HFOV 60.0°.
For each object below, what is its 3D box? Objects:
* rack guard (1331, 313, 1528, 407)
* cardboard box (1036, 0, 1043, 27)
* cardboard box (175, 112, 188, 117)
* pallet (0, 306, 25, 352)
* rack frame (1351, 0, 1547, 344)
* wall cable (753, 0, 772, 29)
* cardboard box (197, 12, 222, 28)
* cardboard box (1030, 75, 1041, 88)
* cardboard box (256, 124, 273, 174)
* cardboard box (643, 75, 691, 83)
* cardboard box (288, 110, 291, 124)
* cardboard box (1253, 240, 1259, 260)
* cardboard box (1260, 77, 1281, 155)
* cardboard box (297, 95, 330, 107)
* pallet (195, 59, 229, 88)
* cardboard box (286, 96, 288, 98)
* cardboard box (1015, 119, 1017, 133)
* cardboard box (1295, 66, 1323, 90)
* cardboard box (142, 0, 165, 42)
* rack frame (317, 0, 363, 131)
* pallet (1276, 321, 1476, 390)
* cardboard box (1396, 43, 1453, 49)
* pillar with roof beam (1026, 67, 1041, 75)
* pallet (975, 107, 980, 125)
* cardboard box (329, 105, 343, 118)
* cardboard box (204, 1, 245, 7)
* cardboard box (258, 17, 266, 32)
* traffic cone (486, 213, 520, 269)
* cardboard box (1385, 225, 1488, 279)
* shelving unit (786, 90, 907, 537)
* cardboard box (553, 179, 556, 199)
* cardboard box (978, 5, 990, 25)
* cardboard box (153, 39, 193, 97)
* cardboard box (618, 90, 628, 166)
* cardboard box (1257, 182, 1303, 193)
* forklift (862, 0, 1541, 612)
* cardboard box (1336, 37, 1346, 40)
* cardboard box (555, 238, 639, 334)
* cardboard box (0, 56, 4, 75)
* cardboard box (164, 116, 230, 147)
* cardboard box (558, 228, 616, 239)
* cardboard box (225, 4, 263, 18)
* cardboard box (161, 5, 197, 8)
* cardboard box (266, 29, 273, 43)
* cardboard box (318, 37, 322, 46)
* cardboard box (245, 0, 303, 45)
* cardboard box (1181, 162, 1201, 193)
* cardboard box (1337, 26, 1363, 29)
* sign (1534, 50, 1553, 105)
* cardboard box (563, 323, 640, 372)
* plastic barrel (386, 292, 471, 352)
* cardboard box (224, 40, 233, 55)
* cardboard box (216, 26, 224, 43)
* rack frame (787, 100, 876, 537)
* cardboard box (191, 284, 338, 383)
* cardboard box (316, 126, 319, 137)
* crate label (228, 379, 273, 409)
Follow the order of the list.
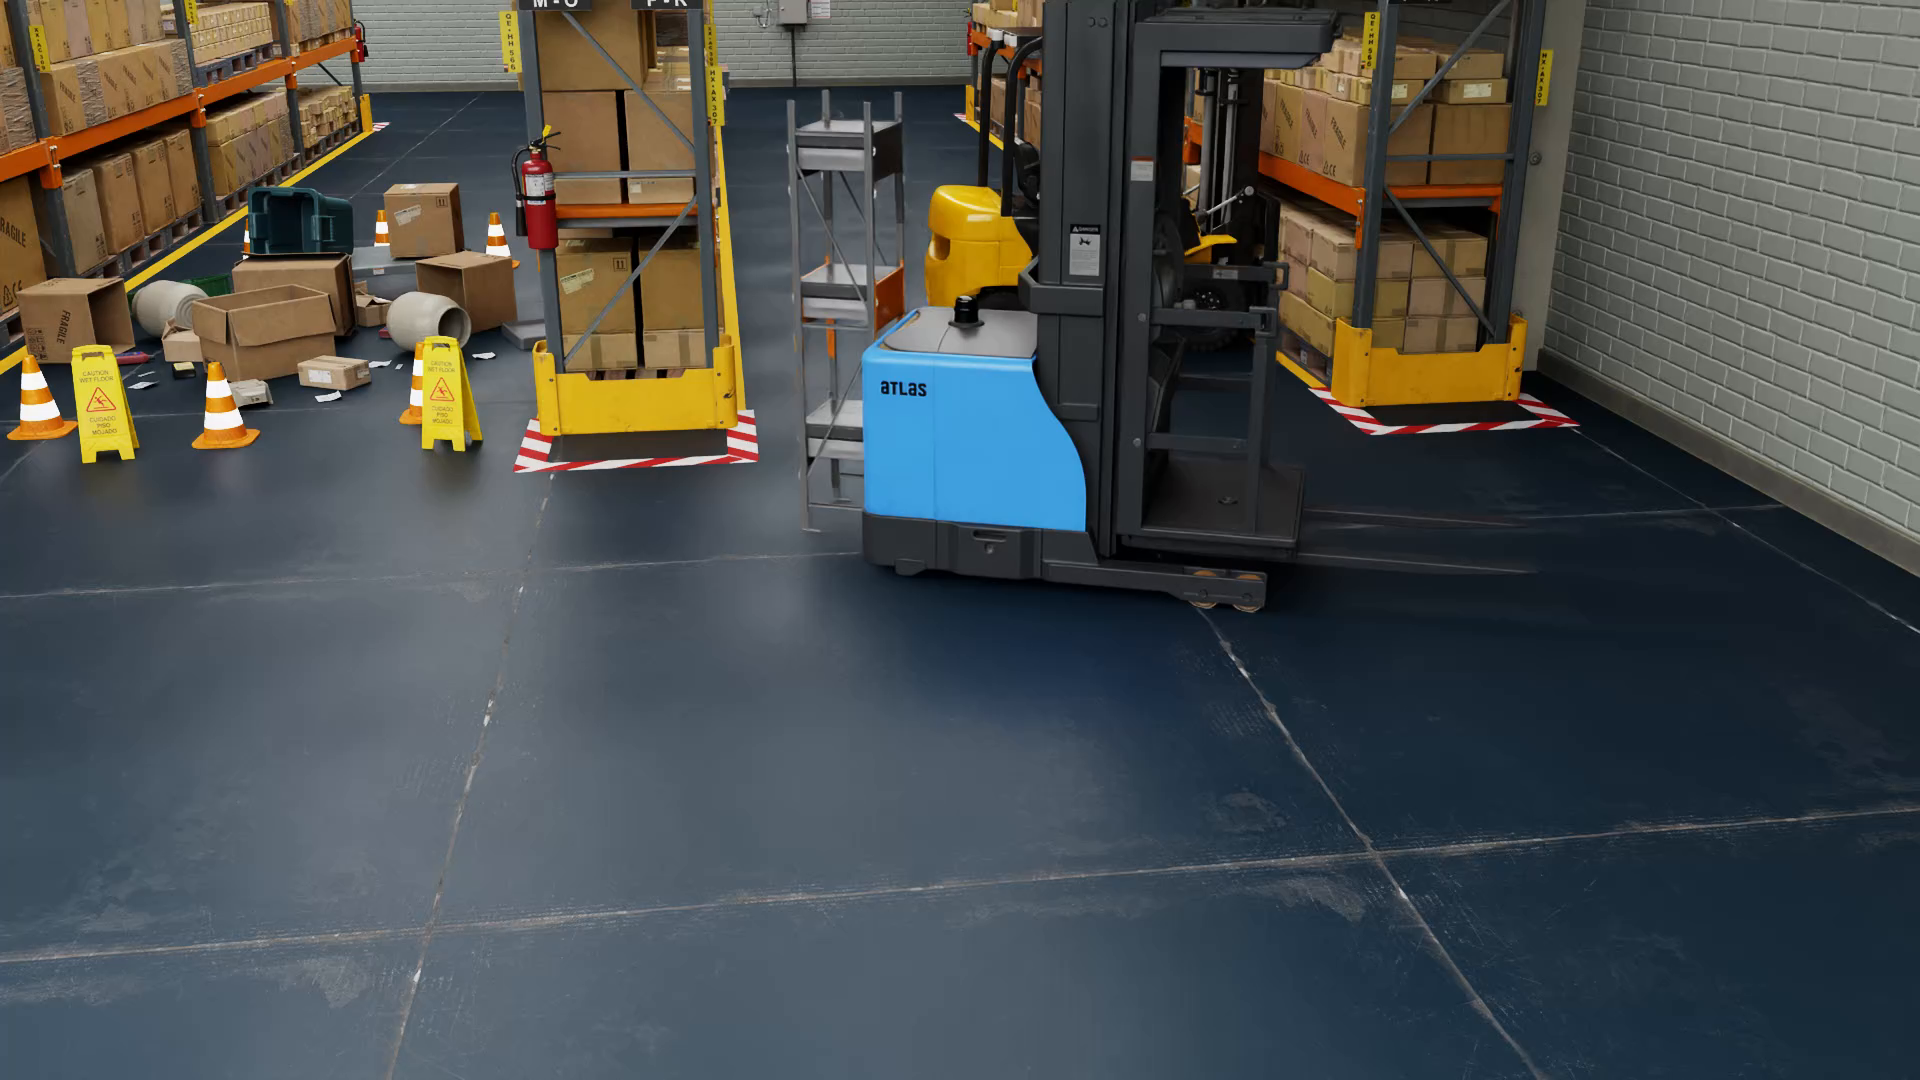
[{"bbox_3d":[2.984,-1.156,10.597,1.175,0.500,0.348,-3,21,-8],"label":"rack guard"},{"bbox_3d":[1.287,-6.104,19.528,0.700,0.500,0.500,-3,21,-8],"label":"cardboard box"},{"bbox_3d":[-8.409,-4.344,17.460,0.500,0.250,0.500,-3,21,-7],"label":"cardboard box"},{"bbox_3d":[-7.359,-1.610,12.226,1.003,0.211,1.213,-3,21,-8],"label":"pallet"},{"bbox_3d":[2.980,-2.335,10.182,1.000,3.000,0.127,-3,21,-8],"label":"rack frame"},{"bbox_3d":[-3.671,-10.126,29.589,0.588,1.984,0.122,-3,21,-8],"label":"wall cable"},{"bbox_3d":[-7.994,-5.460,17.456,0.380,0.149,0.250,-2,21,-5],"label":"cardboard box"},{"bbox_3d":[1.099,-5.824,21.144,0.380,0.149,0.250,-3,21,-9],"label":"cardboard box"},{"bbox_3d":[-8.045,-4.381,18.630,0.500,0.500,0.500,-3,21,-9],"label":"cardboard box"},{"bbox_3d":[-1.803,-2.627,10.395,0.500,0.500,0.500,-2,21,-6],"label":"cardboard box"},{"bbox_3d":[-8.389,-5.223,20.538,0.380,0.149,0.250,-2,21,-6],"label":"cardboard box"},{"bbox_3d":[2.376,-2.156,12.317,0.500,0.250,0.500,-3,21,-8],"label":"cardboard box"},{"bbox_3d":[2.427,-3.070,12.007,0.500,0.500,0.500,-3,21,-7],"label":"cardboard box"},{"bbox_3d":[-8.655,-5.855,22.230,0.380,0.149,0.250,-4,21,-10],"label":"cardboard box"},{"bbox_3d":[-8.176,-4.720,16.842,1.213,0.211,1.003,-3,21,-8],"label":"pallet"},{"bbox_3d":[-9.172,-5.825,22.150,0.380,0.149,0.250,-3,21,-7],"label":"cardboard box"},{"bbox_3d":[0.880,-5.529,22.208,0.380,0.149,0.250,-4,21,-9],"label":"cardboard box"},{"bbox_3d":[2.500,-3.148,11.288,0.380,0.149,0.250,-4,21,-10],"label":"cardboard box"},{"bbox_3d":[-7.913,-4.928,15.552,0.700,0.500,0.500,-3,21,-8],"label":"cardboard box"},{"bbox_3d":[-9.121,-7.339,23.578,1.000,3.000,0.127,-3,21,-8],"label":"rack frame"},{"bbox_3d":[2.829,-1.292,11.373,1.003,0.211,1.213,-3,21,-8],"label":"pallet"},{"bbox_3d":[3.066,-3.222,11.060,0.380,0.149,0.250,-3,21,-7],"label":"cardboard box"},{"bbox_3d":[-3.083,-11.447,26.004,9.100,9.000,0.400,-3,21,-8],"label":"pillar with roof beam"},{"bbox_3d":[0.801,-6.266,24.692,1.003,0.211,1.213,-3,21,-8],"label":"pallet"},{"bbox_3d":[-8.598,-5.812,22.541,0.380,0.149,0.250,-3,21,-7],"label":"cardboard box"},{"bbox_3d":[-8.894,-6.293,20.211,0.500,0.500,0.500,-3,21,-8],"label":"cardboard box"},{"bbox_3d":[-8.253,-5.953,19.202,0.380,0.149,0.250,-3,21,-7],"label":"cardboard box"},{"bbox_3d":[-4.072,-2.639,14.620,0.336,0.463,0.334,-3,21,-8],"label":"traffic cone"},{"bbox_3d":[3.098,-1.888,10.885,0.500,0.250,0.500,-3,21,-9],"label":"cardboard box"},{"bbox_3d":[-0.534,-1.094,8.145,0.431,2.100,0.503,5,21,14],"label":"shelving unit"},{"bbox_3d":[-2.343,-2.167,10.089,0.380,0.149,0.250,-3,21,-8],"label":"cardboard box"},{"bbox_3d":[0.546,-7.599,24.064,0.500,0.250,0.500,-3,21,-7],"label":"cardboard box"},{"bbox_3d":[-7.637,-4.473,15.763,0.500,0.500,0.500,-3,21,-8],"label":"cardboard box"},{"bbox_3d":[-2.349,-2.617,10.369,0.500,0.500,0.500,-3,21,-8],"label":"cardboard box"},{"bbox_3d":[2.310,-2.565,12.696,0.500,0.250,0.500,-2,21,-6],"label":"cardboard box"},{"bbox_3d":[1.117,-1.257,7.393,3.031,2.935,1.130,5,21,12],"label":"forklift"},{"bbox_3d":[2.493,-3.470,11.723,0.380,0.149,0.250,-3,21,-7],"label":"cardboard box"},{"bbox_3d":[-2.304,-1.608,10.492,0.500,0.500,0.500,-3,21,-7],"label":"cardboard box"},{"bbox_3d":[-7.178,-3.446,11.398,0.875,0.550,0.550,-3,21,-8],"label":"cardboard box"},{"bbox_3d":[-7.828,-4.197,17.066,0.500,0.250,0.500,-4,21,-10],"label":"cardboard box"},{"bbox_3d":[-2.424,-2.035,10.709,0.380,0.149,0.250,-2,21,-6],"label":"cardboard box"},{"bbox_3d":[-8.254,-6.089,19.141,0.380,0.149,0.250,-4,21,-9],"label":"cardboard box"},{"bbox_3d":[-8.862,-5.967,18.813,0.380,0.149,0.250,-3,21,-7],"label":"cardboard box"},{"bbox_3d":[-8.291,-5.905,19.499,0.380,0.149,0.250,-3,21,-9],"label":"cardboard box"},{"bbox_3d":[-8.641,-6.581,21.908,0.380,0.149,0.250,-3,21,-7],"label":"cardboard box"},{"bbox_3d":[-8.366,-6.324,20.293,0.500,0.500,0.500,-3,21,-9],"label":"cardboard box"},{"bbox_3d":[2.318,-2.985,14.714,0.875,0.625,0.625,-2,21,-5],"label":"cardboard box"},{"bbox_3d":[2.893,-3.852,12.746,0.380,0.149,0.250,-3,21,-9],"label":"cardboard box"},{"bbox_3d":[3.531,-2.804,10.086,0.100,0.325,0.005,-3,21,-8],"label":"sign"},{"bbox_3d":[-2.317,-1.267,10.651,0.500,0.250,0.500,-3,21,-8],"label":"cardboard box"},{"bbox_3d":[-3.727,-1.516,11.669,0.512,0.421,0.421,12,24,30],"label":"plastic barrel"},{"bbox_3d":[-8.026,-5.272,17.803,0.380,0.149,0.250,-3,21,-7],"label":"cardboard box"},{"bbox_3d":[-7.993,-5.324,17.518,0.380,0.149,0.250,-3,21,-8],"label":"cardboard box"},{"bbox_3d":[-0.595,-1.012,7.924,0.400,2.100,0.015,5,21,14],"label":"rack frame"},{"bbox_3d":[-4.689,-1.395,11.231,0.637,0.503,0.797,17,27,39],"label":"cardboard box"},{"bbox_3d":[-8.564,-5.310,21.619,0.380,0.149,0.250,-4,21,-10],"label":"cardboard box"},{"bbox_3d":[-4.493,-0.922,10.488,0.250,0.136,0.298,-15,25,-35],"label":"crate label"}]
